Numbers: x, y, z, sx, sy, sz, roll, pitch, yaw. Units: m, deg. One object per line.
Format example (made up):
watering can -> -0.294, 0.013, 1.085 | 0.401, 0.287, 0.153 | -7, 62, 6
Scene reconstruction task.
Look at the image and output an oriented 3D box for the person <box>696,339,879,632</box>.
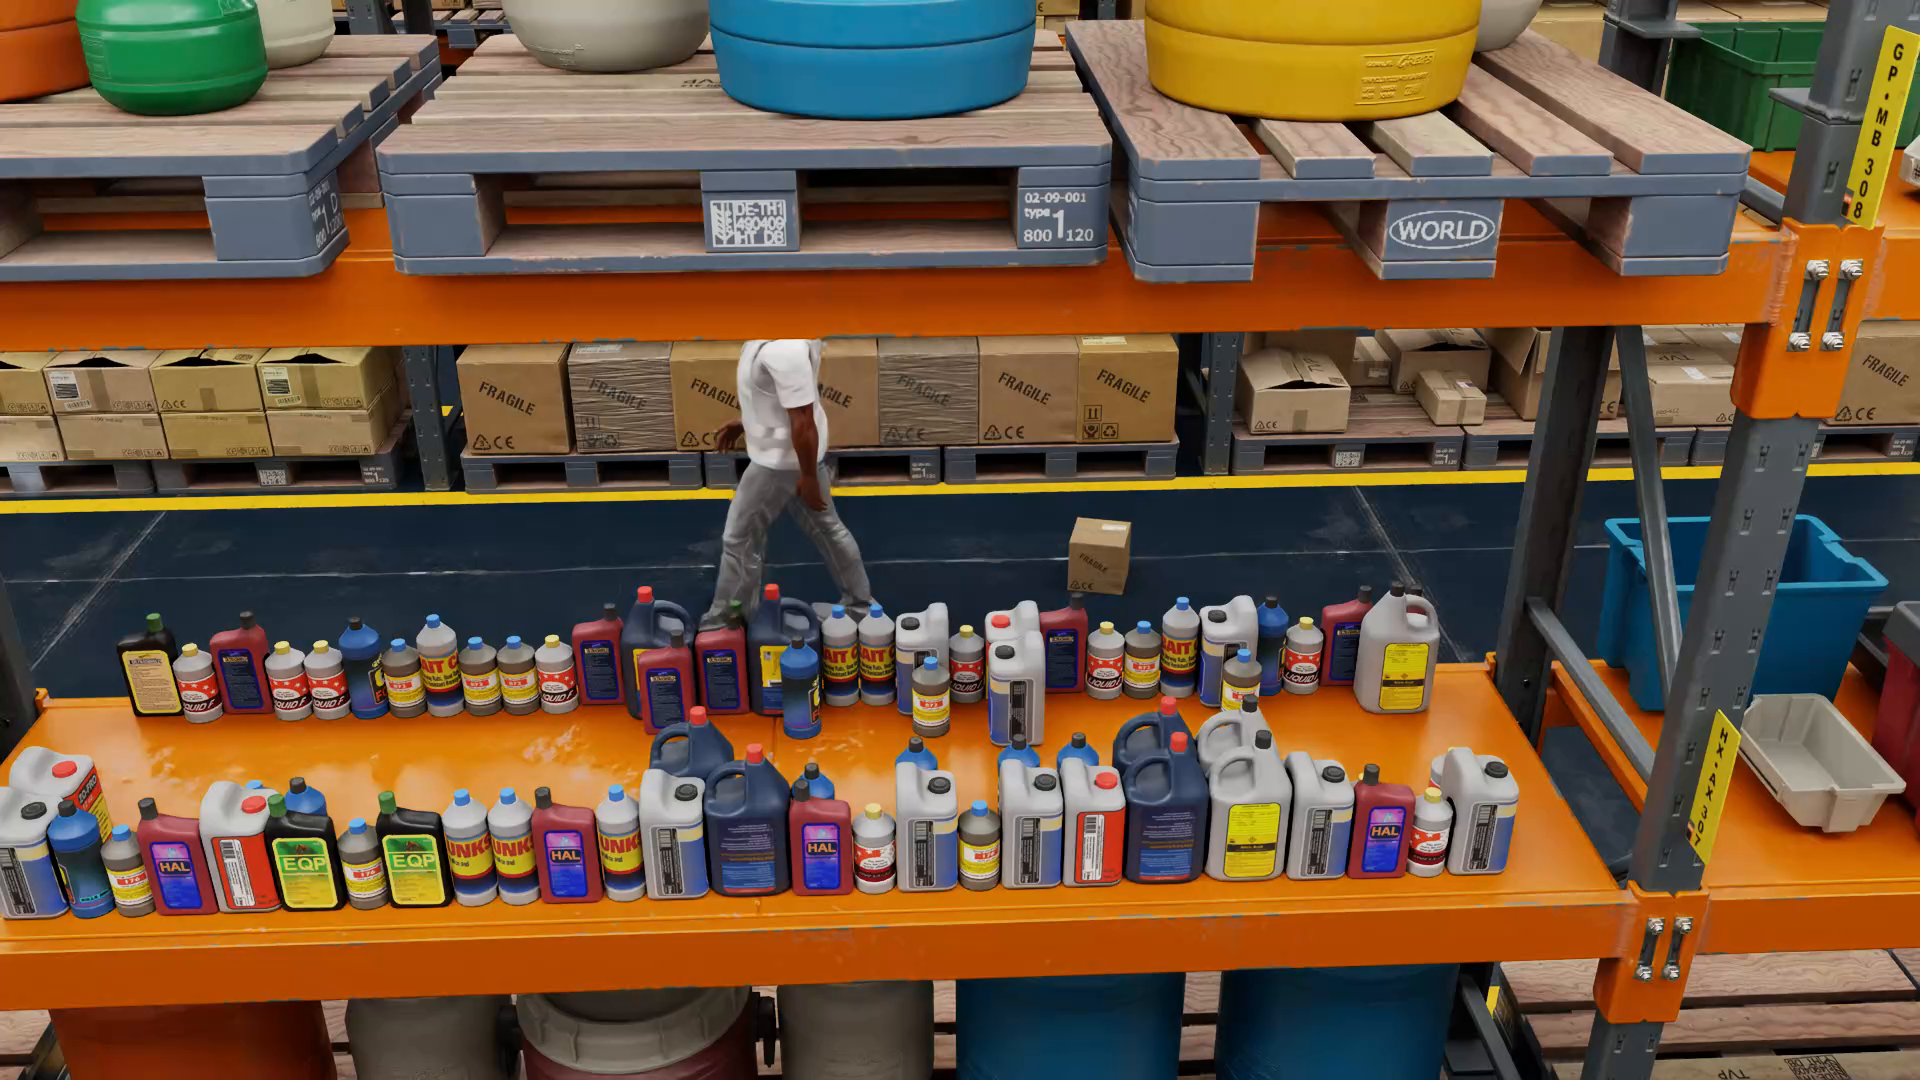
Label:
person -> -0.789, -0.365, 6.783 | 0.880, 1.763, 0.569 | 2, 27, 4
